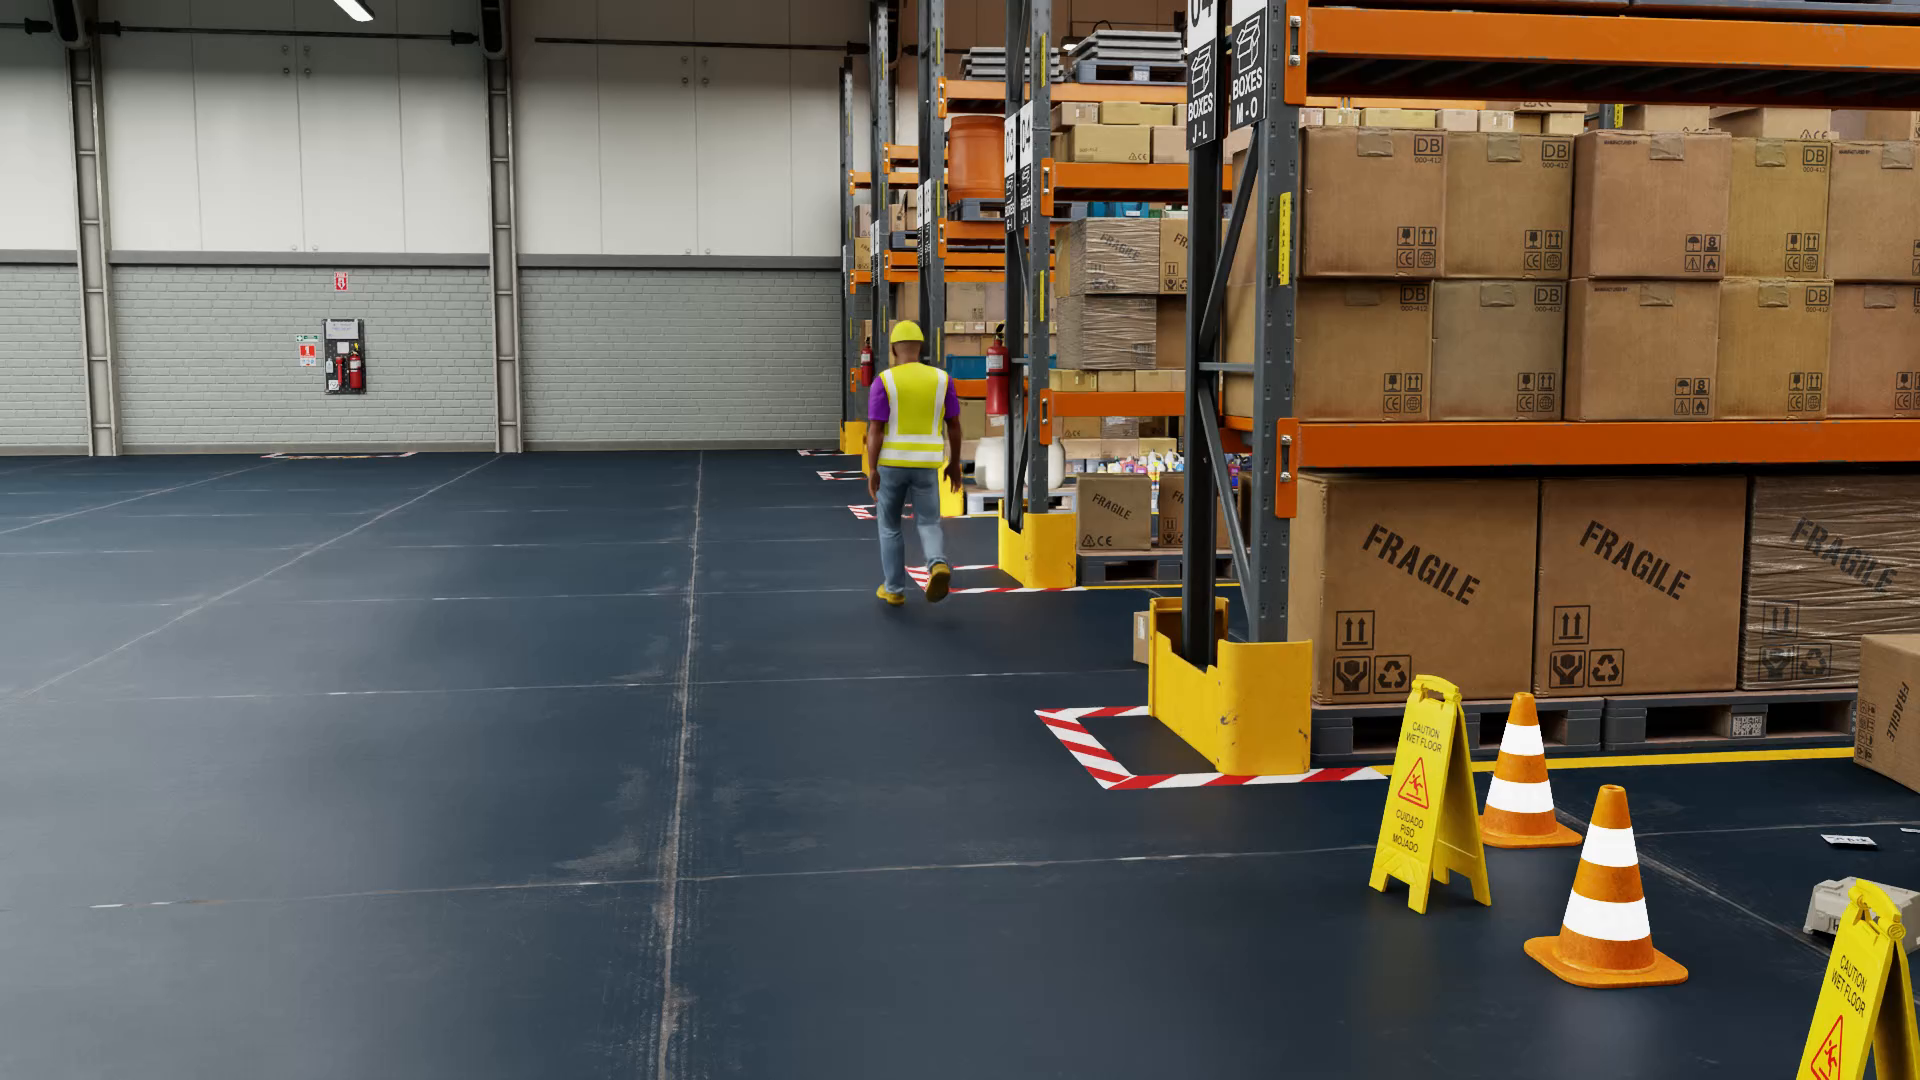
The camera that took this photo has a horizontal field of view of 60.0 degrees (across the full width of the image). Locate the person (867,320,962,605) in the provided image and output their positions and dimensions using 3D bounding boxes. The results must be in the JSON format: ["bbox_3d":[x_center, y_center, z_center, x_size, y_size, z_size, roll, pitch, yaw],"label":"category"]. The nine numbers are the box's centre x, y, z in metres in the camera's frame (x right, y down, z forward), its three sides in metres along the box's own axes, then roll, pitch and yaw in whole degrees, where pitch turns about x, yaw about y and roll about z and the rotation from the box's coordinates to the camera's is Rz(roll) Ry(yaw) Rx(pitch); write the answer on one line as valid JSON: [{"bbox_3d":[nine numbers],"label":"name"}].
[{"bbox_3d":[-0.266,-0.452,10.044,0.613,1.740,0.860,-2,7,-16],"label":"person"}]
